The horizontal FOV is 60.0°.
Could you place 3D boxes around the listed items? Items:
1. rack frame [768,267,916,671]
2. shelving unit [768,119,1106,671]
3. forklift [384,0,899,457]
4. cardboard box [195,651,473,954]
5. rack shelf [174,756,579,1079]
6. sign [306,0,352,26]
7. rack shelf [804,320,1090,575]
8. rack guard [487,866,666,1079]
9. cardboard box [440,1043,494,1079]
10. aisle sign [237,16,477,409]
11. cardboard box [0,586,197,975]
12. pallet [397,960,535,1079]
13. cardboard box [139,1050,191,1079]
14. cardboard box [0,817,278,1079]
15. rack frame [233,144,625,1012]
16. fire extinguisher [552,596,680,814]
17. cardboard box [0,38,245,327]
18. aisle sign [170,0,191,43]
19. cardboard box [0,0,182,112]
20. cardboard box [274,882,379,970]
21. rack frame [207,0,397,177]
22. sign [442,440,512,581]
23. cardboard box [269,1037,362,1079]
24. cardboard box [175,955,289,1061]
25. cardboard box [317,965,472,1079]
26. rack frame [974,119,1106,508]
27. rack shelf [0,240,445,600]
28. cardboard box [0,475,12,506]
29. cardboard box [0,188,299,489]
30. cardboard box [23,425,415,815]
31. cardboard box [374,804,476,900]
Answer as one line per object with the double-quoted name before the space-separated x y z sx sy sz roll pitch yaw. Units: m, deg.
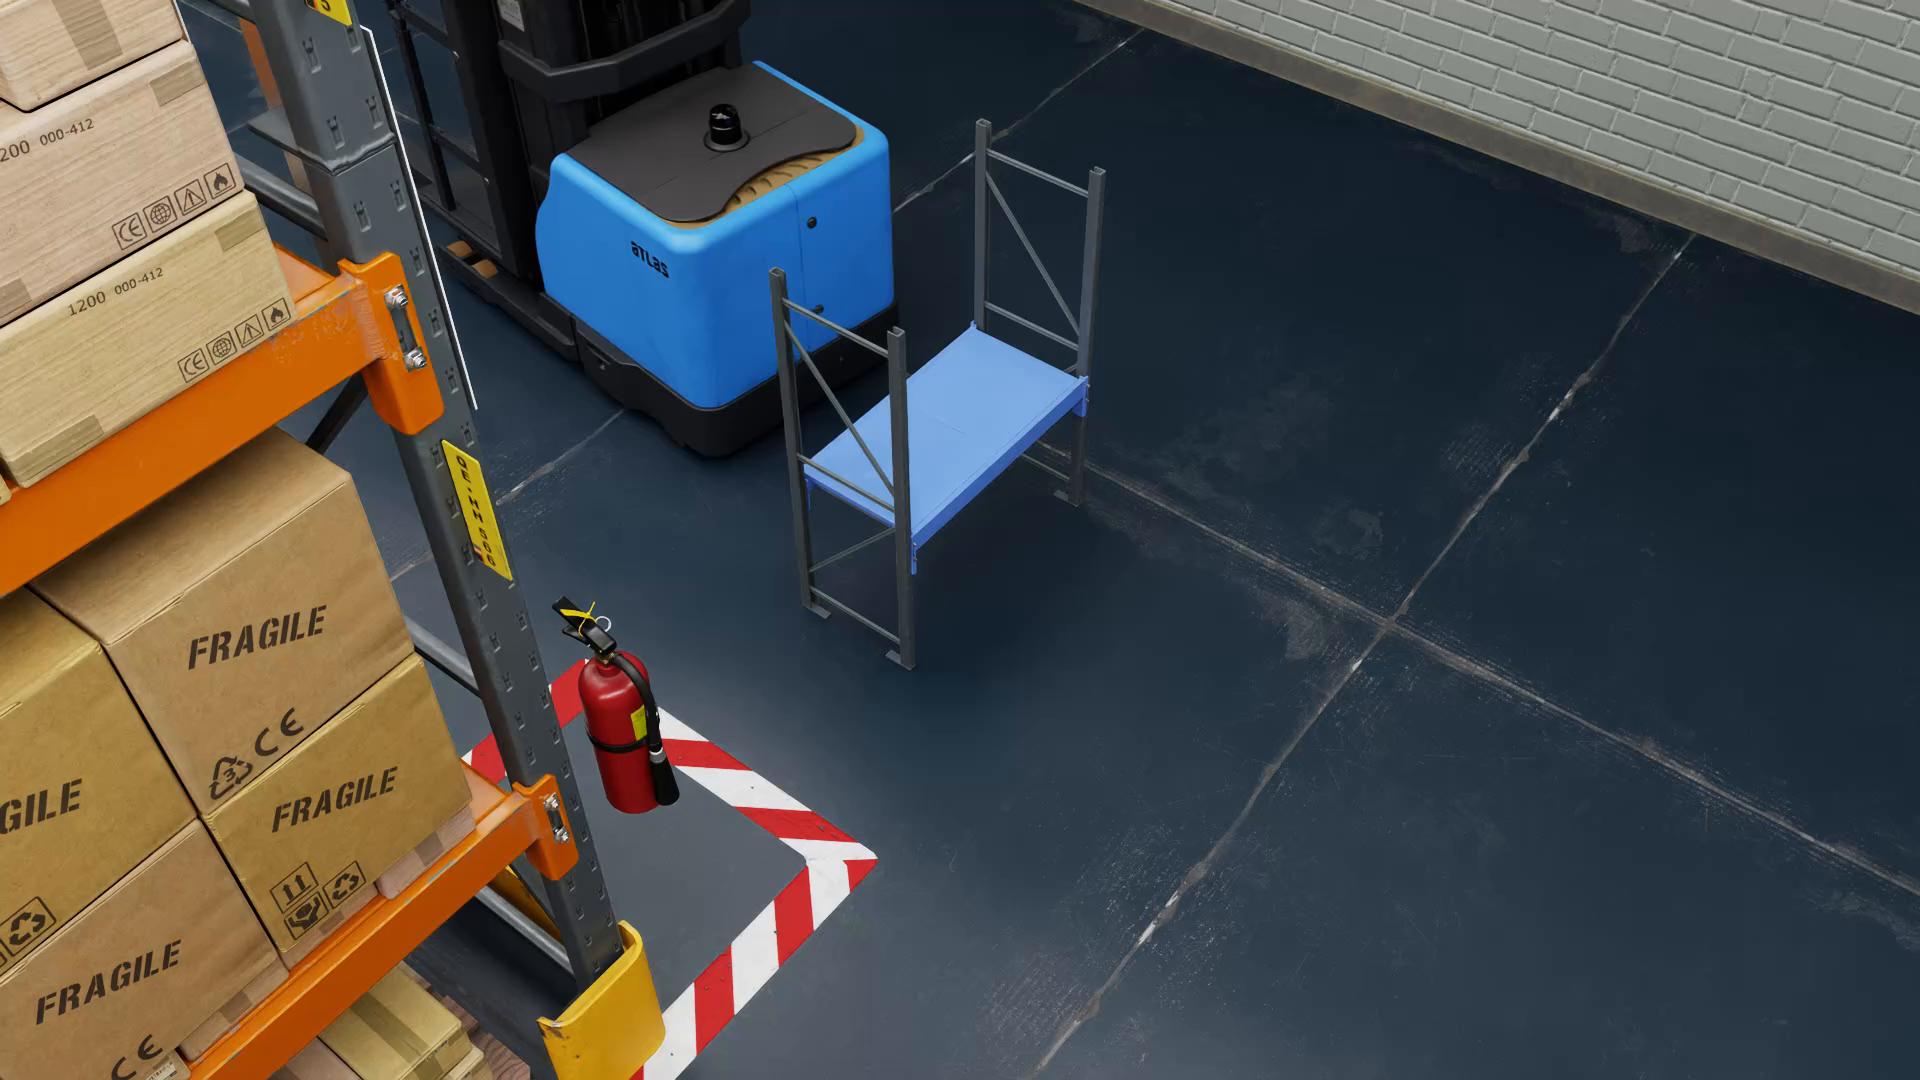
"rack frame" -0.363 -0.178 5.383 0.500 1.500 0.032 29 53 25
"shelving unit" -0.052 -0.469 5.661 0.538 1.500 1.048 29 53 25
"forklift" -1.644 -2.299 6.419 1.130 2.935 3.031 -36 56 -29
"cardboard box" -1.428 0.433 3.487 0.500 0.500 0.500 30 53 26
"rack shelf" -2.579 1.592 3.152 1.077 0.370 4.000 29 53 25
"sign" -0.930 -0.886 2.335 0.100 0.325 0.005 29 53 25
"rack shelf" -0.052 -0.345 5.791 0.538 0.185 1.000 29 53 25
"rack guard" -1.403 1.106 4.848 1.175 0.500 0.348 29 53 25
"cardboard box" -1.453 1.364 4.348 0.380 0.149 0.250 28 52 24
"aisle sign" -1.074 -0.608 2.958 0.394 0.787 0.004 29 53 25
"cardboard box" -1.749 0.378 2.848 0.500 0.500 0.500 27 52 24
"pallet" -1.928 1.655 4.523 1.003 0.211 1.213 29 53 25
"cardboard box" -1.793 1.030 3.366 0.380 0.149 0.250 31 54 26
"cardboard box" -1.747 0.725 3.208 0.500 0.500 0.500 28 53 24
"rack frame" -1.357 0.199 3.985 1.000 3.000 0.127 29 53 25
"fire extinguisher" -0.837 0.415 4.091 0.296 0.674 0.183 29 53 25
"cardboard box" -1.437 -0.582 2.415 0.500 0.250 0.500 28 52 24
"aisle sign" -1.549 -0.873 3.212 0.394 0.787 0.004 29 53 25
"cardboard box" -1.327 -0.775 2.324 0.380 0.149 0.250 29 53 25
"cardboard box" -1.514 0.723 3.658 0.380 0.149 0.250 29 53 25
"rack frame" -1.357 -1.873 1.816 1.000 3.000 0.127 29 53 25
"sign" -0.930 -0.053 3.207 0.100 0.325 0.005 29 53 25
"cardboard box" -1.679 1.367 4.140 0.380 0.149 0.250 30 53 26
"cardboard box" -1.655 0.873 3.515 0.380 0.149 0.250 29 53 25
"cardboard box" -1.480 1.248 4.253 0.380 0.149 0.250 30 53 25
"rack frame" 0.259 -0.760 5.939 0.500 1.500 0.032 29 53 25
"rack shelf" -2.579 0.556 2.068 1.077 0.370 4.000 29 53 25
"cardboard box" -1.732 -0.113 2.313 0.500 0.250 0.500 29 53 25
"cardboard box" -1.425 -0.408 2.595 0.500 0.250 0.500 28 52 24
"cardboard box" -1.440 0.088 3.125 0.500 0.500 0.500 28 52 24
"cardboard box" -1.332 0.597 3.779 0.380 0.149 0.250 29 53 25
